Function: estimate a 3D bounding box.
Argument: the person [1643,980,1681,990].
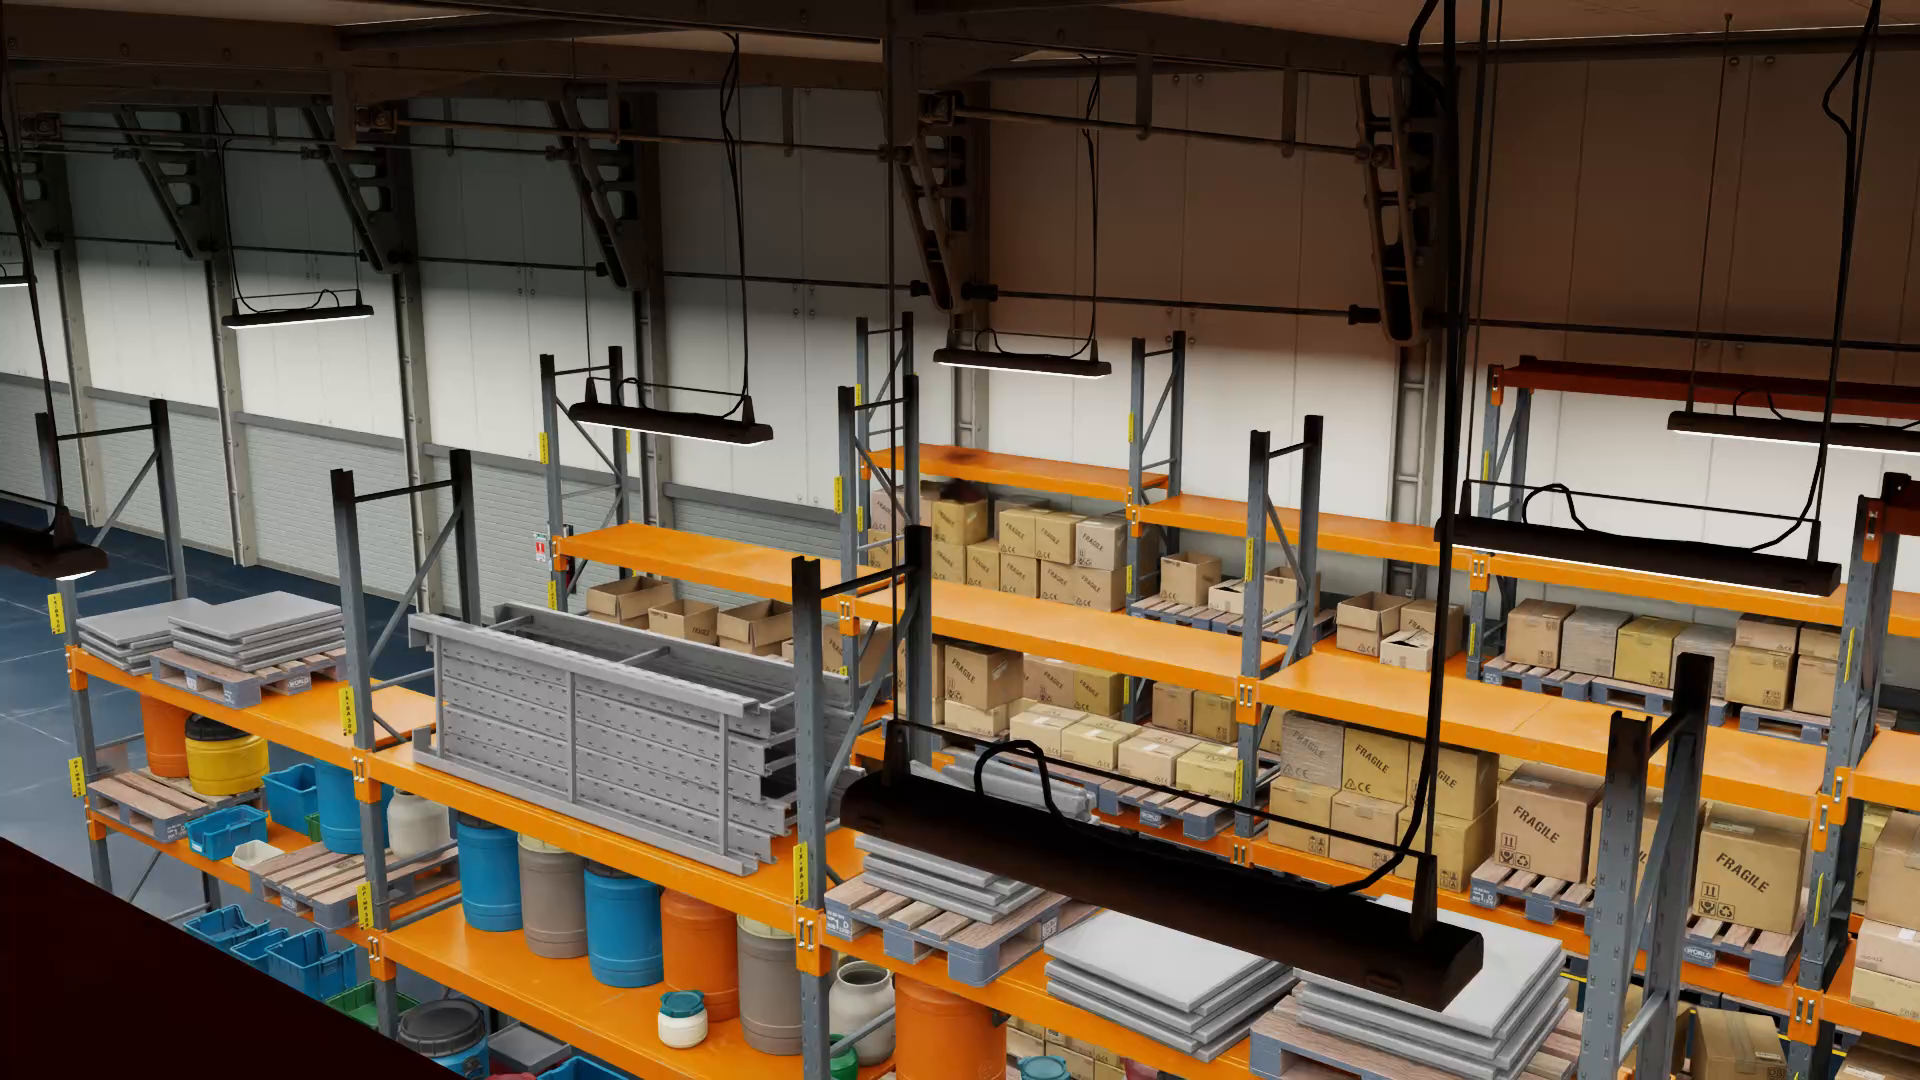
[{"bbox_3d":[5.564,4.220,13.419,0.963,1.644,0.529,12,17,41],"label":"person"}]
